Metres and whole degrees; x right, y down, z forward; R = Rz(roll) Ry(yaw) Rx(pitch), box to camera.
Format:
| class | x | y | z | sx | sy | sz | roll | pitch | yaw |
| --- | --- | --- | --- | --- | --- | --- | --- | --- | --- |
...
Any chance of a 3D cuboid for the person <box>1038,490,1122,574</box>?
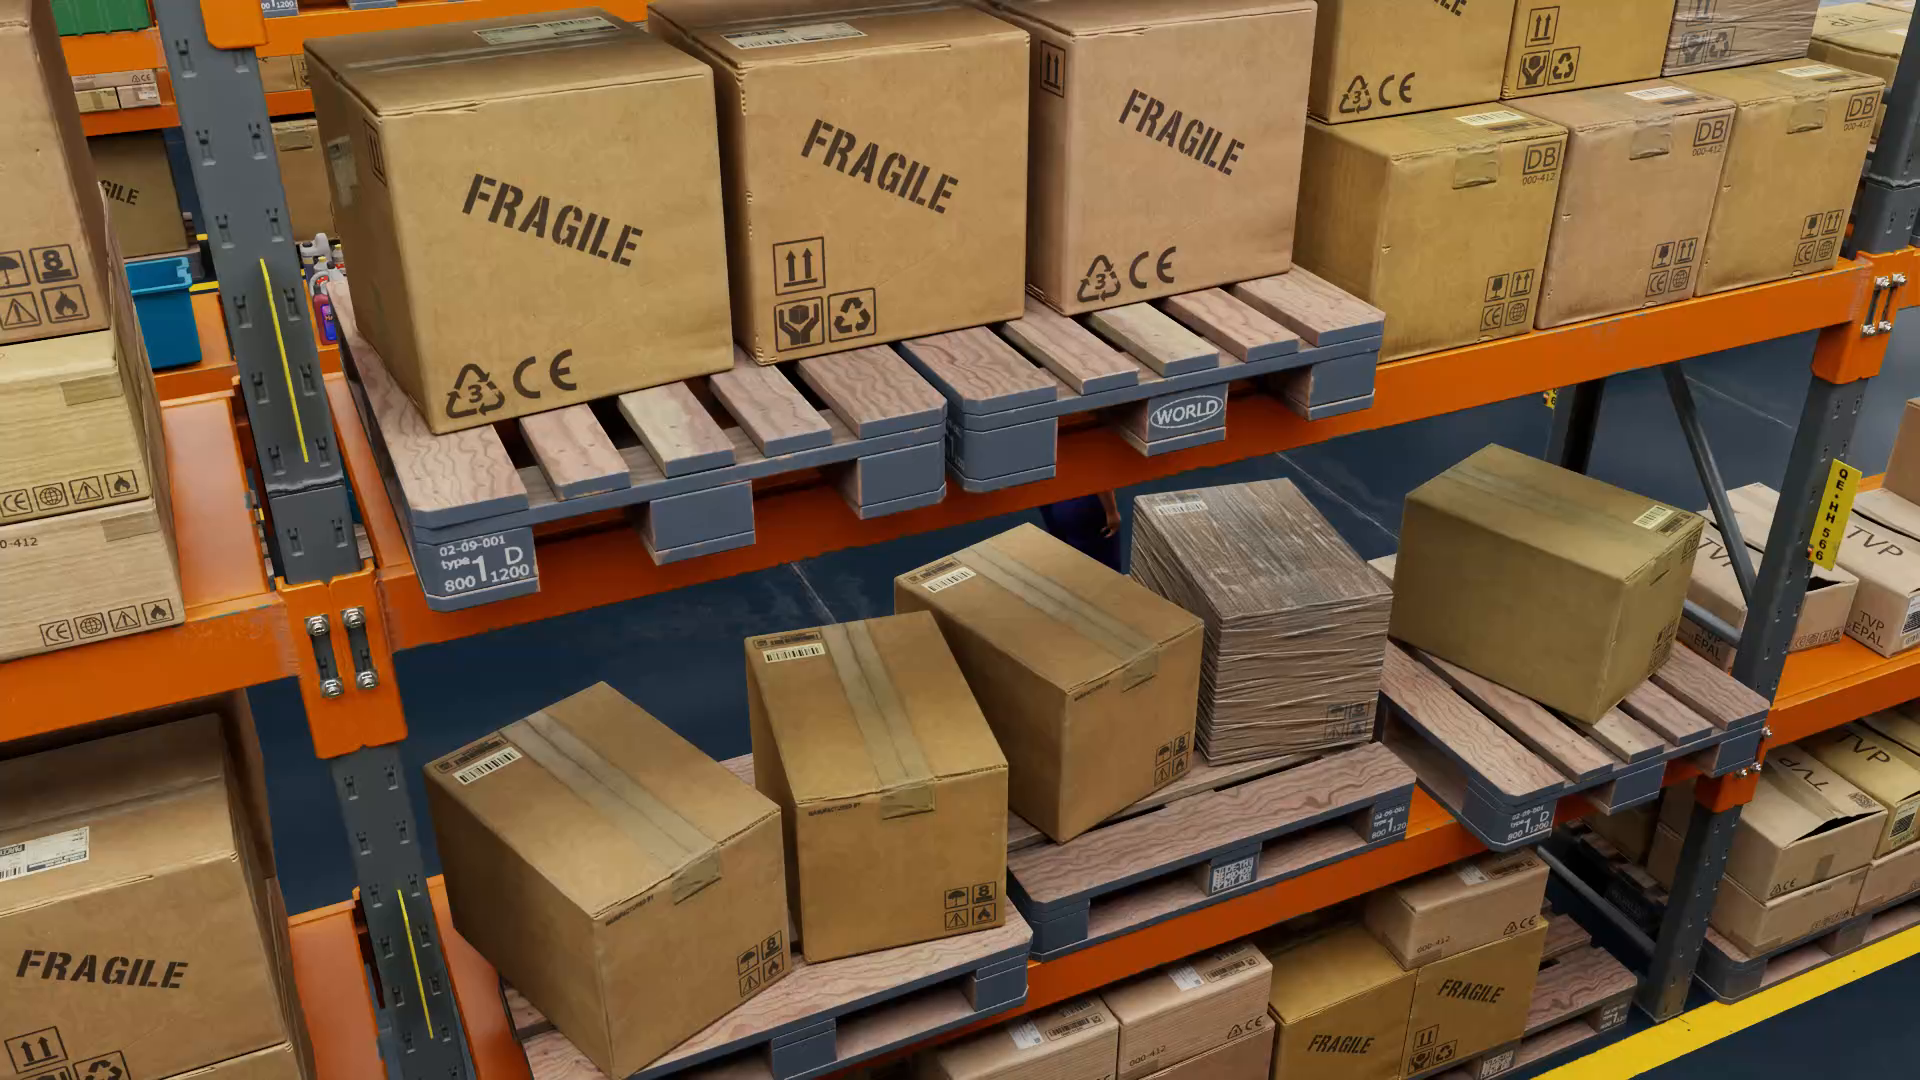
| class | x | y | z | sx | sy | sz | roll | pitch | yaw |
| --- | --- | --- | --- | --- | --- | --- | --- | --- | --- |
| person | 0.551 | -0.200 | 7.489 | 0.372 | 1.651 | 0.537 | -14 | 32 | -22 |
